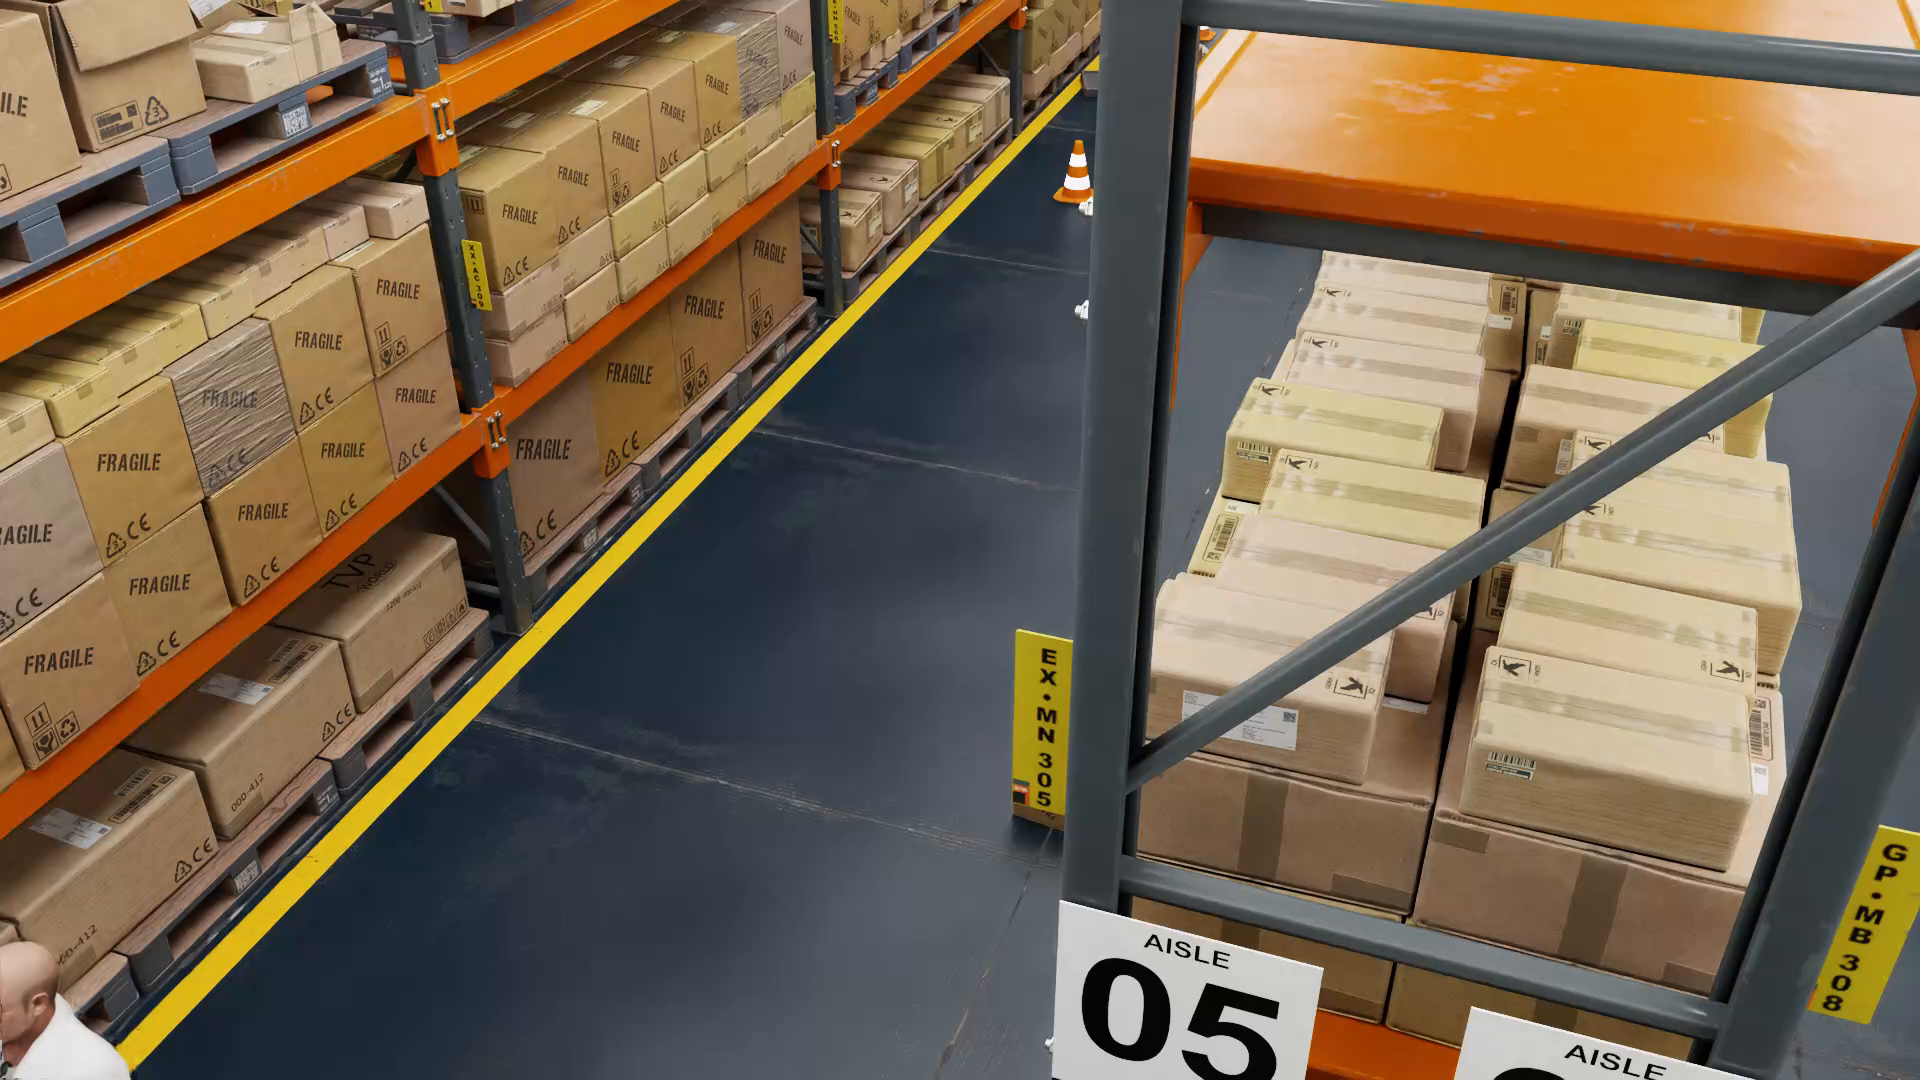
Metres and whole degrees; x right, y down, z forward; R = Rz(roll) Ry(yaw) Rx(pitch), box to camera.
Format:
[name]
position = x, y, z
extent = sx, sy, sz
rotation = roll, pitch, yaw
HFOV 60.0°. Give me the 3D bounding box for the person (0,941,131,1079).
[person]
position = -2.459, 1.829, 4.712
extent = 0.568, 1.782, 0.542
rotation = 25, 40, 33
